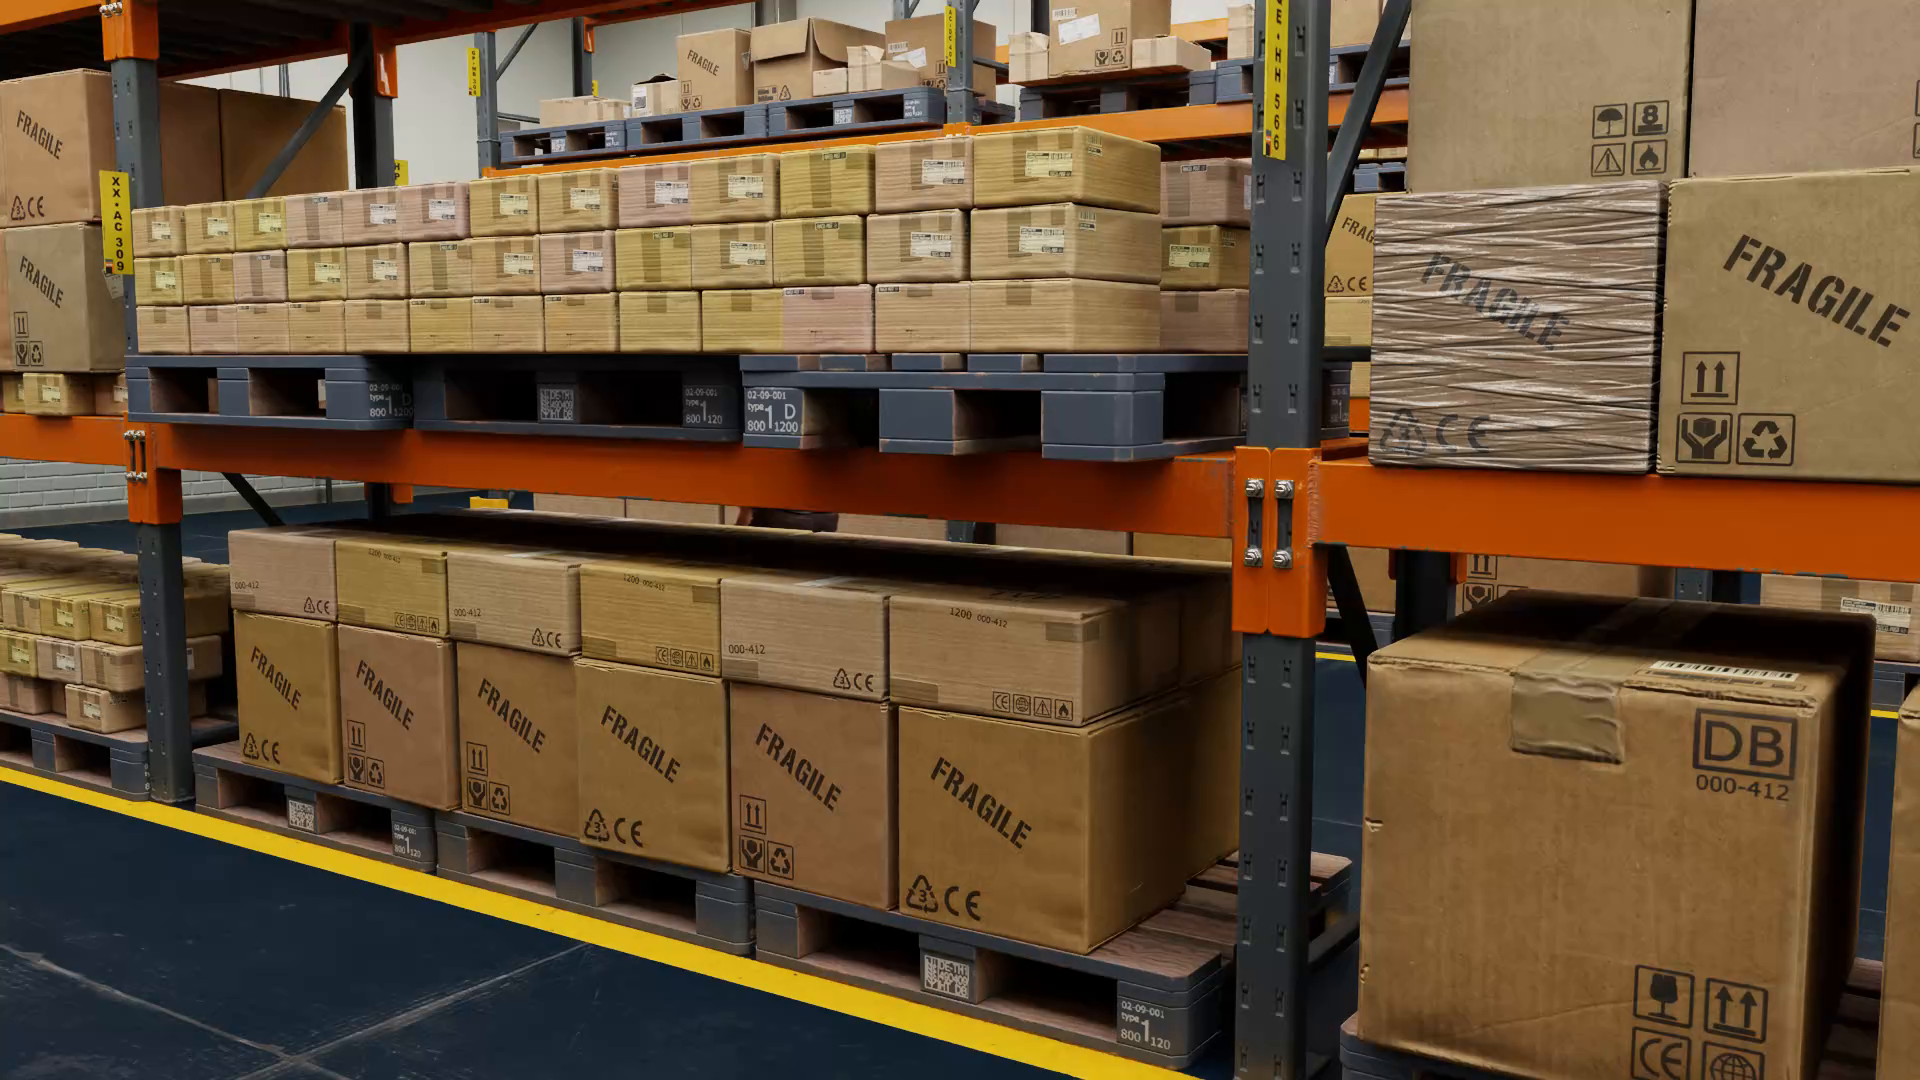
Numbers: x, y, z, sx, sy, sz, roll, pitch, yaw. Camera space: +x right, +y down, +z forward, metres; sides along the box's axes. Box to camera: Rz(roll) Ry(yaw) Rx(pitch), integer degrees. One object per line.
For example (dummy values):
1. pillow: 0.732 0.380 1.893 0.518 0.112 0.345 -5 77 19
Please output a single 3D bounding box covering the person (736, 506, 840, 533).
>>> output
1. person: -0.719 -0.120 6.973 0.464 1.721 0.580 4 8 34
